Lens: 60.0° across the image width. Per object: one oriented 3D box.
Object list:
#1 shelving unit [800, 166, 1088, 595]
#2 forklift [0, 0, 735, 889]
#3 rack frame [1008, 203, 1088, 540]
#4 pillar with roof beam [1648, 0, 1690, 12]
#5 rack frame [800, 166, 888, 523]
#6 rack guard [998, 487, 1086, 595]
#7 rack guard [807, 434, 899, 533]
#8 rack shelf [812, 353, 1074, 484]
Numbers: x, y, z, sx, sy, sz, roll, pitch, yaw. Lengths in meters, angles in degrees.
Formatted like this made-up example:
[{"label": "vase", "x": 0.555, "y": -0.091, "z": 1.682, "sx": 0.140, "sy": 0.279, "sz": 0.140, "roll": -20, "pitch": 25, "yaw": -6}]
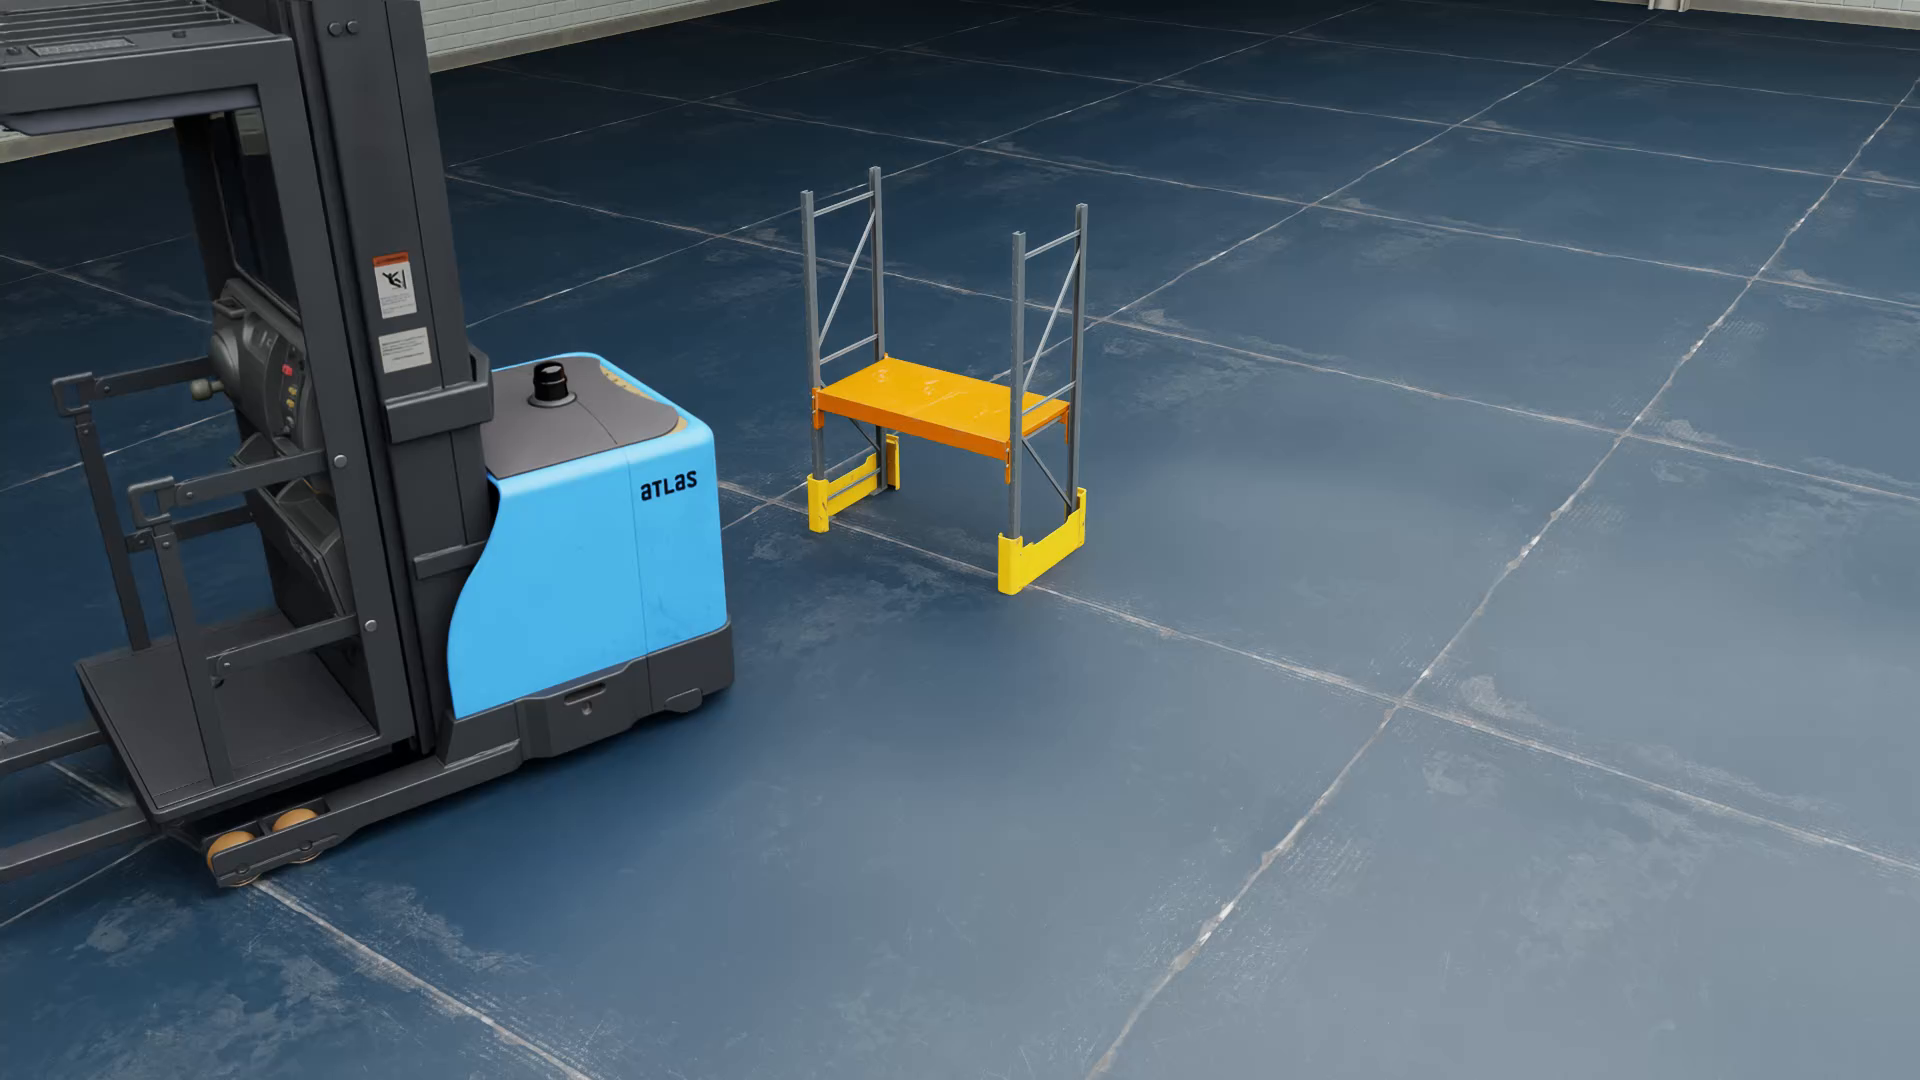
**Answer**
[{"label": "shelving unit", "x": -0.063, "y": -0.688, "z": 6.948, "sx": 1.083, "sy": 1.500, "sz": 0.587, "roll": 17, "pitch": 32, "yaw": 30}, {"label": "forklift", "x": -2.309, "y": -0.507, "z": 5.014, "sx": 3.031, "sy": 2.935, "sz": 1.130, "roll": -19, "pitch": 32, "yaw": -32}, {"label": "rack frame", "x": 0.349, "y": -0.560, "z": 6.696, "sx": 0.032, "sy": 1.500, "sz": 0.500, "roll": 17, "pitch": 32, "yaw": 30}, {"label": "pillar with roof beam", "x": 5.863, "y": -8.625, "z": 14.277, "sx": 0.400, "sy": 9.000, "sz": 9.100, "roll": 17, "pitch": 32, "yaw": 30}, {"label": "rack frame", "x": -0.489, "y": -0.821, "z": 7.209, "sx": 0.032, "sy": 1.500, "sz": 0.500, "roll": 17, "pitch": 32, "yaw": 30}, {"label": "rack guard", "x": 0.348, "y": -0.003, "z": 6.980, "sx": 0.087, "sy": 0.250, "sz": 0.587, "roll": 17, "pitch": 32, "yaw": 30}, {"label": "rack guard", "x": -0.473, "y": -0.259, "z": 7.483, "sx": 0.087, "sy": 0.250, "sz": 0.587, "roll": 17, "pitch": 32, "yaw": 30}, {"label": "rack shelf", "x": -0.070, "y": -0.530, "z": 7.034, "sx": 1.000, "sy": 0.185, "sz": 0.538, "roll": 17, "pitch": 32, "yaw": 30}]
